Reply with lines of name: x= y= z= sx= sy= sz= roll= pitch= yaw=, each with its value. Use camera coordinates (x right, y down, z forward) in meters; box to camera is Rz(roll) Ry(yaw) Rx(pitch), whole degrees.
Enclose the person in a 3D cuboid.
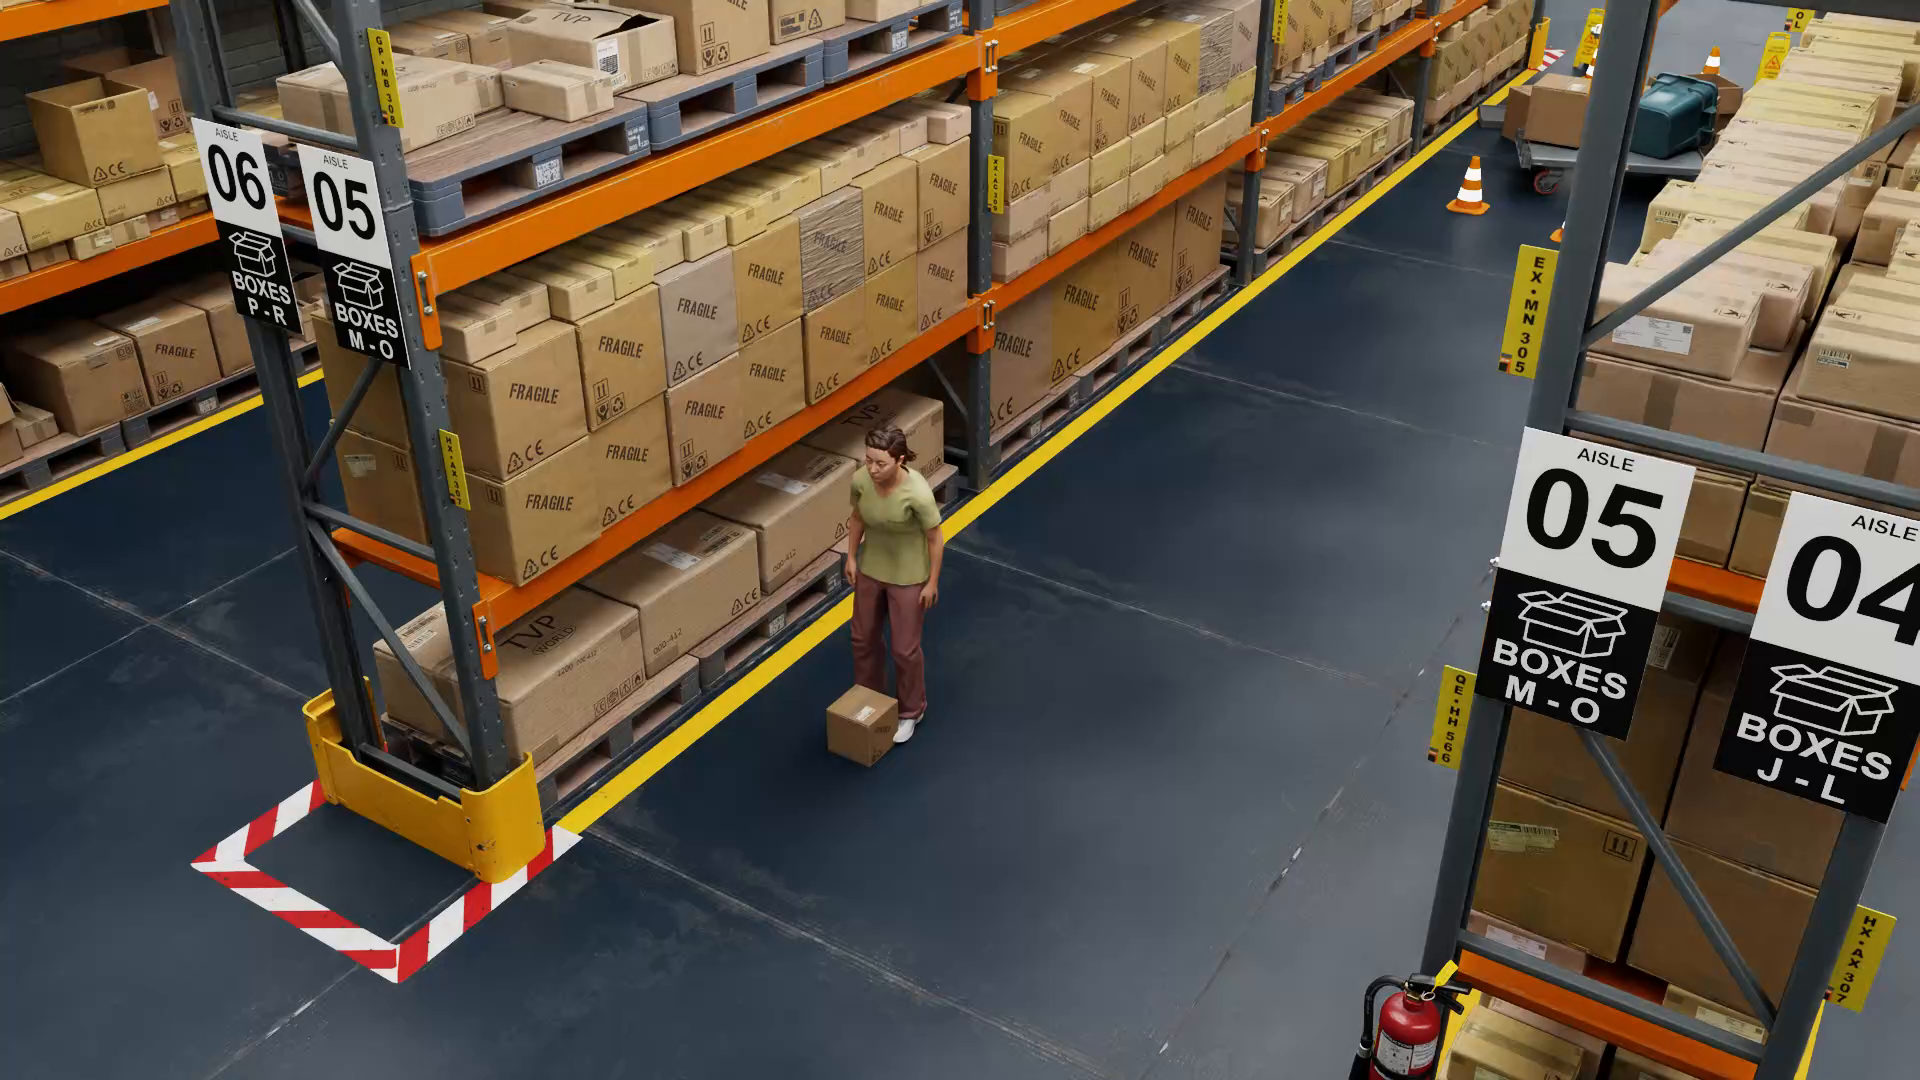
person: x=-0.335 y=0.181 z=7.880 sx=0.519 sy=1.671 sz=0.365 roll=16 pitch=34 yaw=26
